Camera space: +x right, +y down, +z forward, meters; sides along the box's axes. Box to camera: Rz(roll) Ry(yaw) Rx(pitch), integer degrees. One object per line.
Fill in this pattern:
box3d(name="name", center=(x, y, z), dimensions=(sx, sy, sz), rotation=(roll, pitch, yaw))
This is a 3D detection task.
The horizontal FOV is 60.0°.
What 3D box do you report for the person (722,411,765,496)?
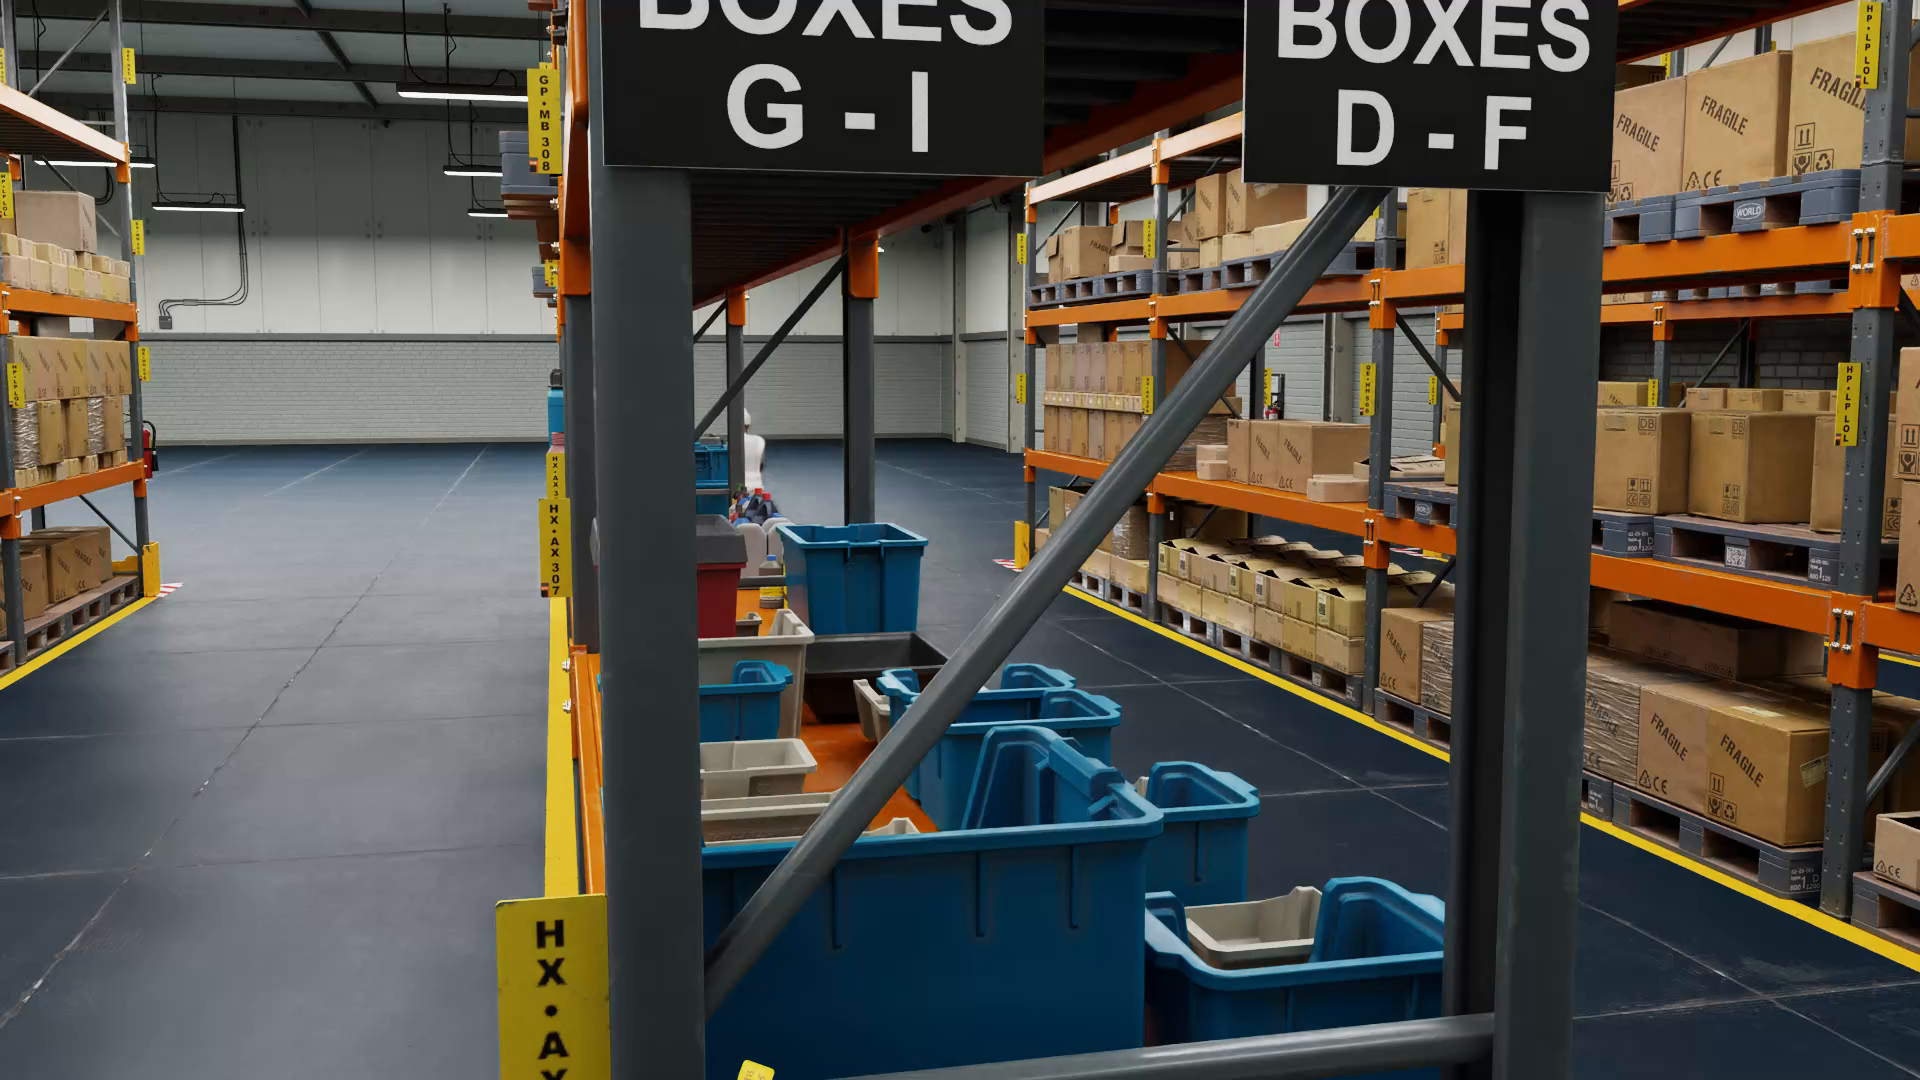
box3d(name="person", center=(-2.390, -0.559, 18.119), dimensions=(0.542, 1.729, 1.104), rotation=(-3, 7, -28))
